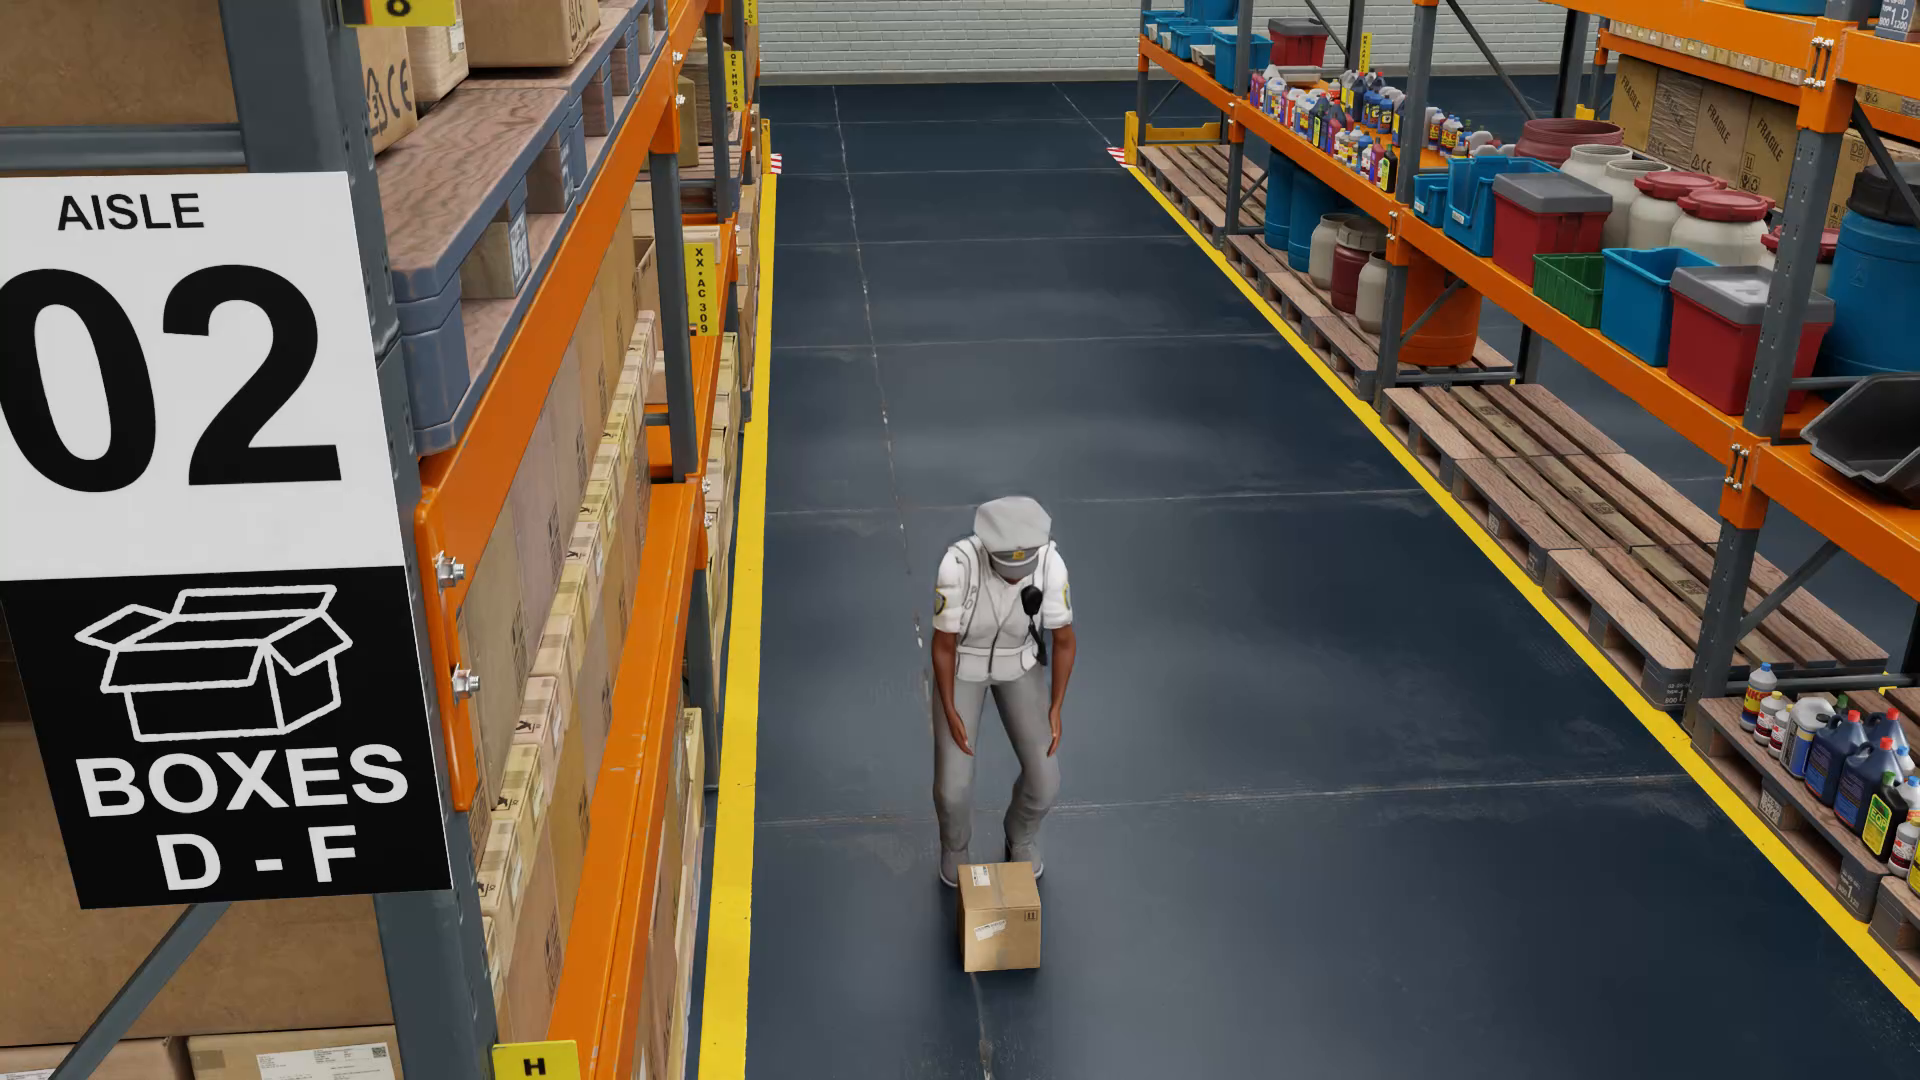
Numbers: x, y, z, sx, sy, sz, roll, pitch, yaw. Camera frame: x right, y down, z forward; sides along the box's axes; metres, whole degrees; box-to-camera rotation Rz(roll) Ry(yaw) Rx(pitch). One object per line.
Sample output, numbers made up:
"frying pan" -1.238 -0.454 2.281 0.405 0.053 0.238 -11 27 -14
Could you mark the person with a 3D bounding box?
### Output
"person" 0.144 0.507 5.689 0.490 1.487 0.628 -2 24 -5
